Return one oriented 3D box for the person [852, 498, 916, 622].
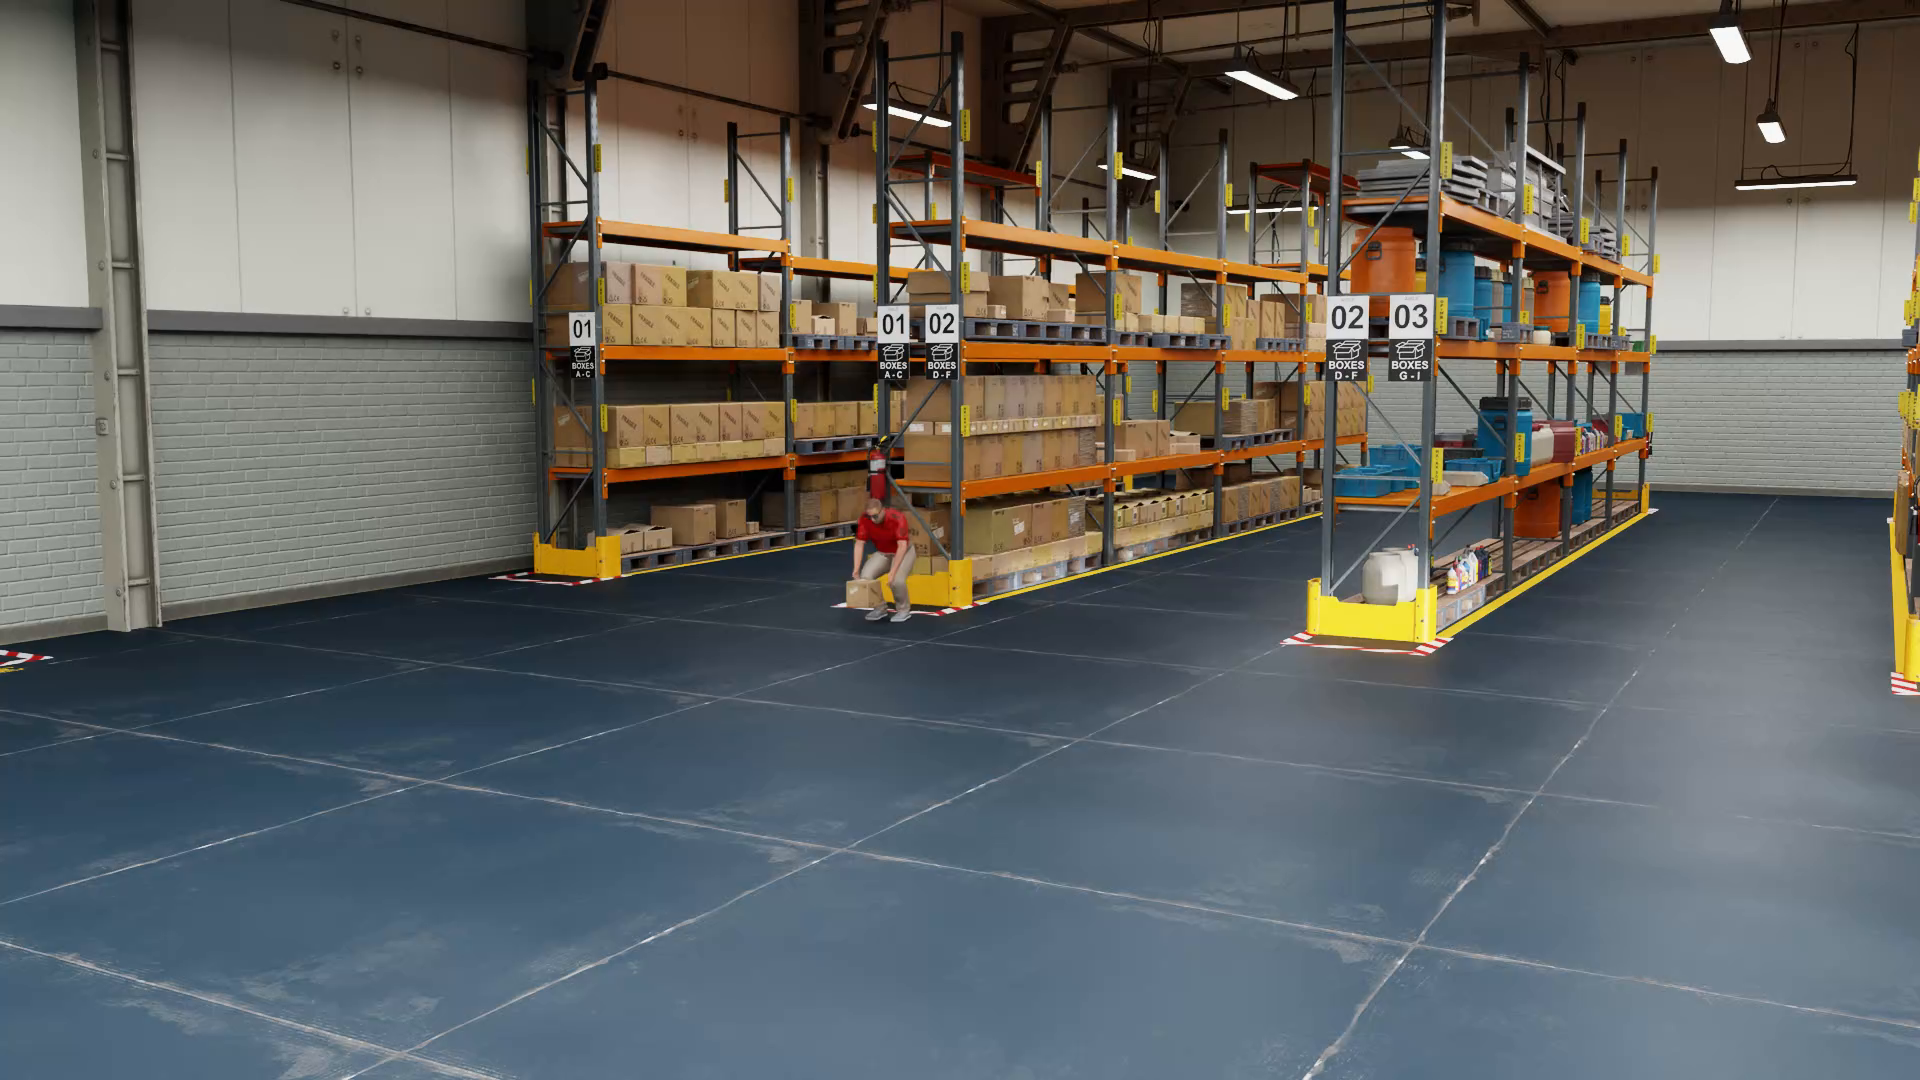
[{"bbox_3d":[-0.720,0.188,16.683,0.587,1.263,0.778,3,7,29],"label":"person"}]
